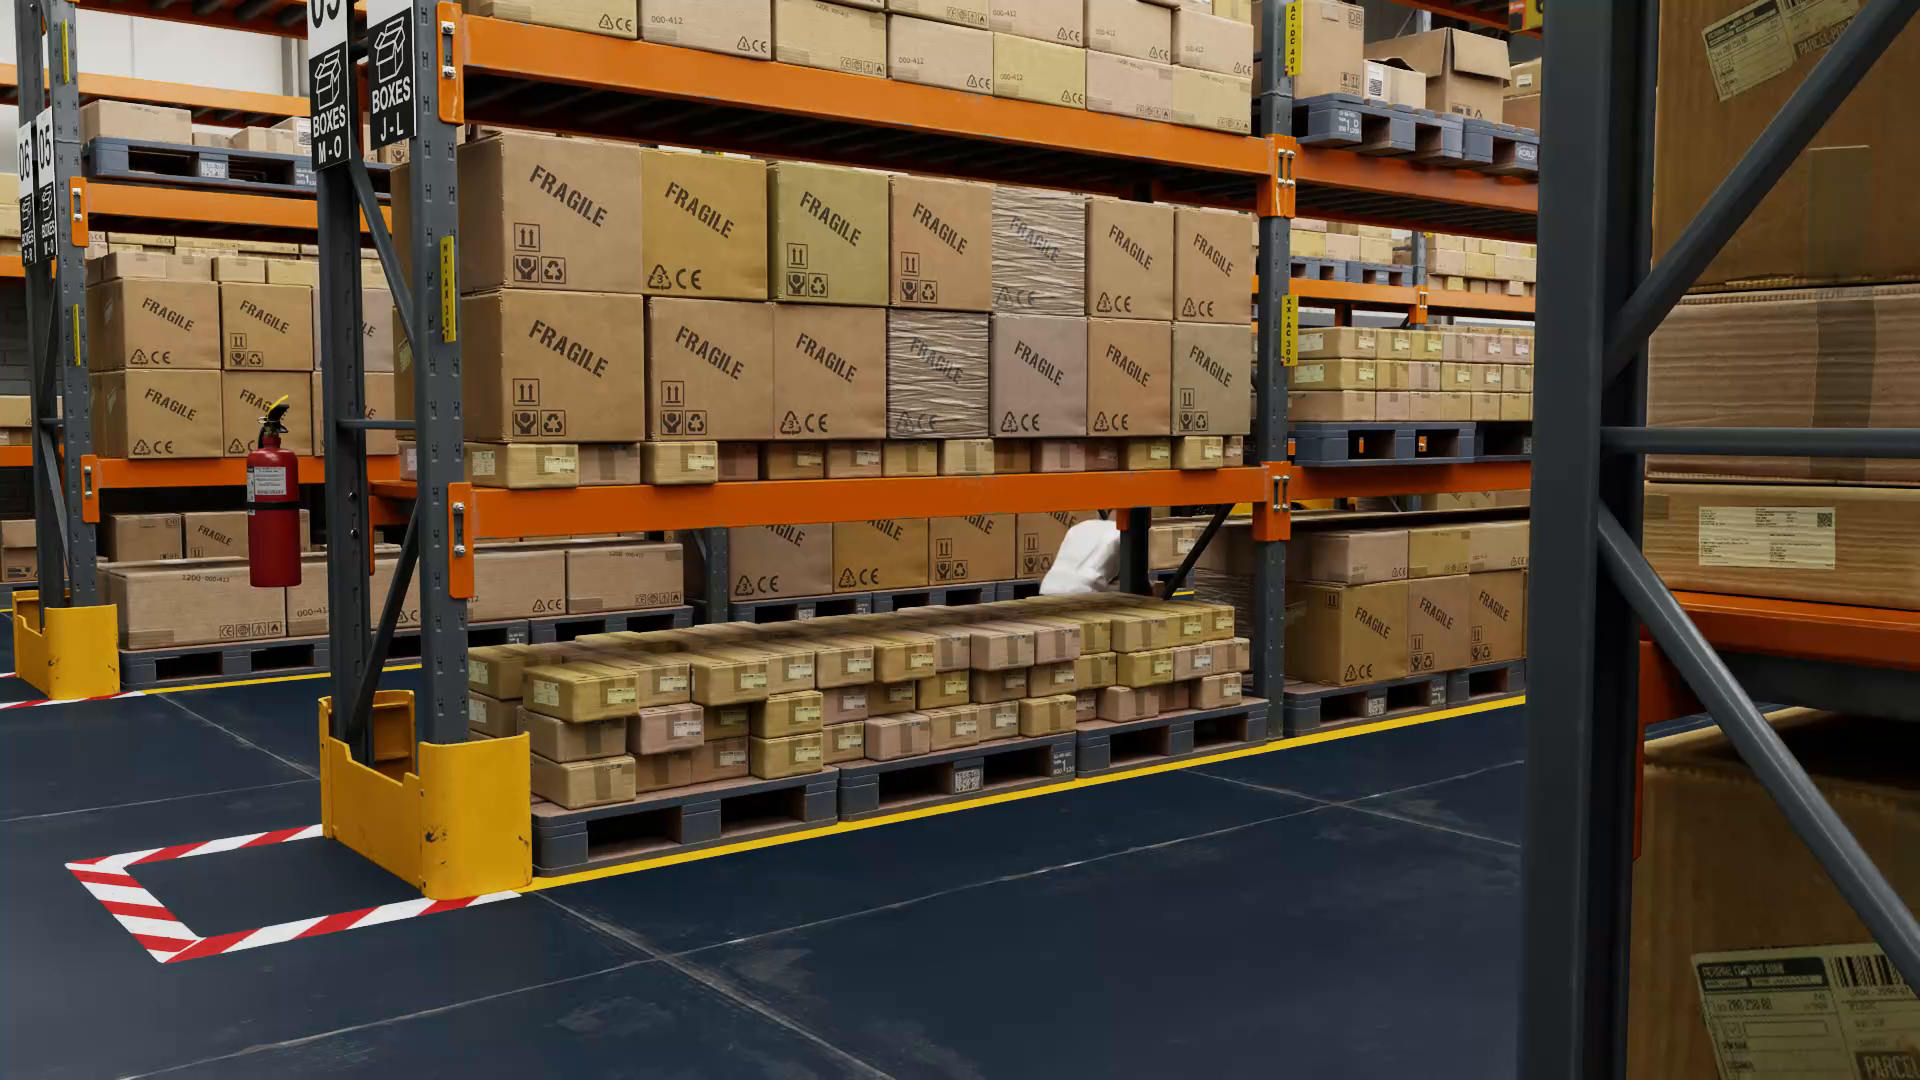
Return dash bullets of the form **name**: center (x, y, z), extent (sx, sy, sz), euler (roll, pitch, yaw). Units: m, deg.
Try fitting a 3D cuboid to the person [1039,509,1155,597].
- **person**: center (0.906, 0.244, 10.785), extent (0.871, 0.999, 0.589), euler (-3, 5, -39)
